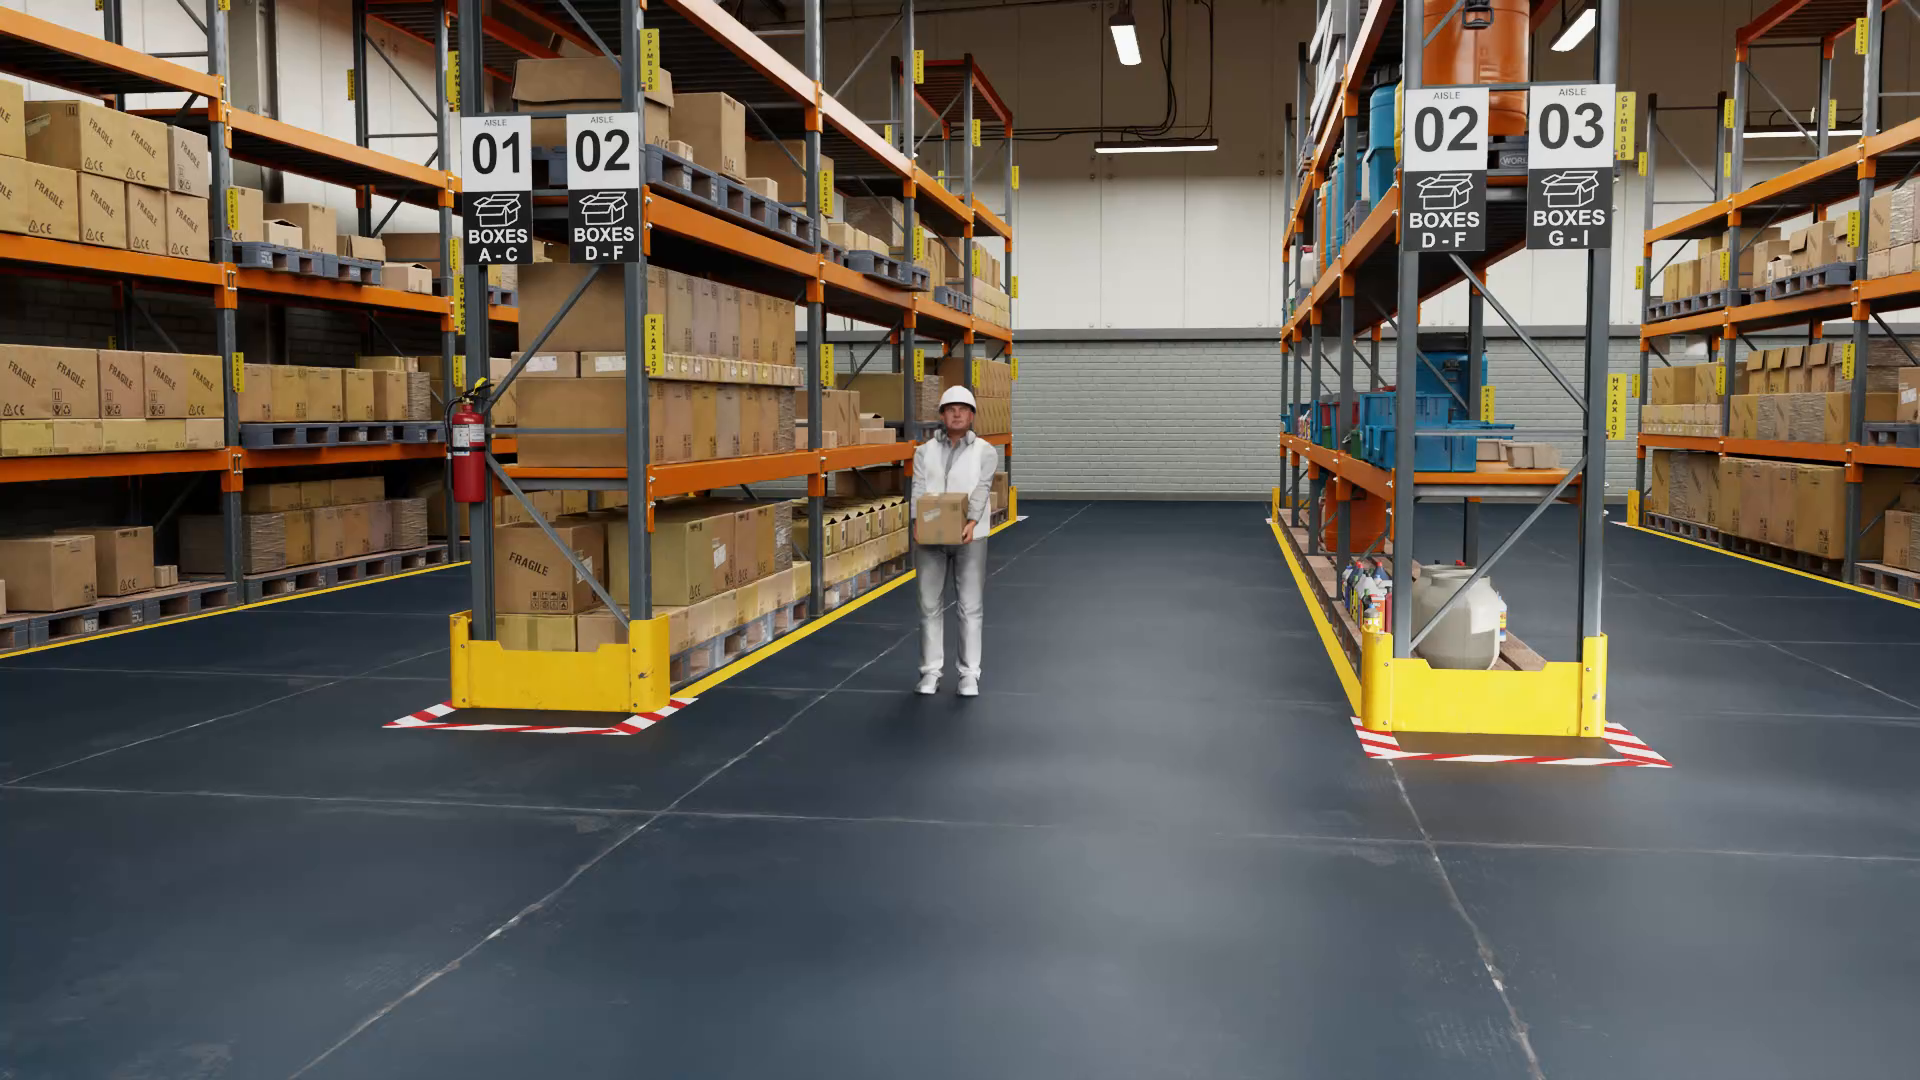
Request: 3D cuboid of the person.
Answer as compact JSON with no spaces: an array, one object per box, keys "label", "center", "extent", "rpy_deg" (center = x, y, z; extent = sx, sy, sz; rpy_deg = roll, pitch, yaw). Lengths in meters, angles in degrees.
[{"label":"person","center":[-0.030,-0.008,9.560],"extent":[0.584,1.772,0.471],"rpy_deg":[0,4,5]}]
